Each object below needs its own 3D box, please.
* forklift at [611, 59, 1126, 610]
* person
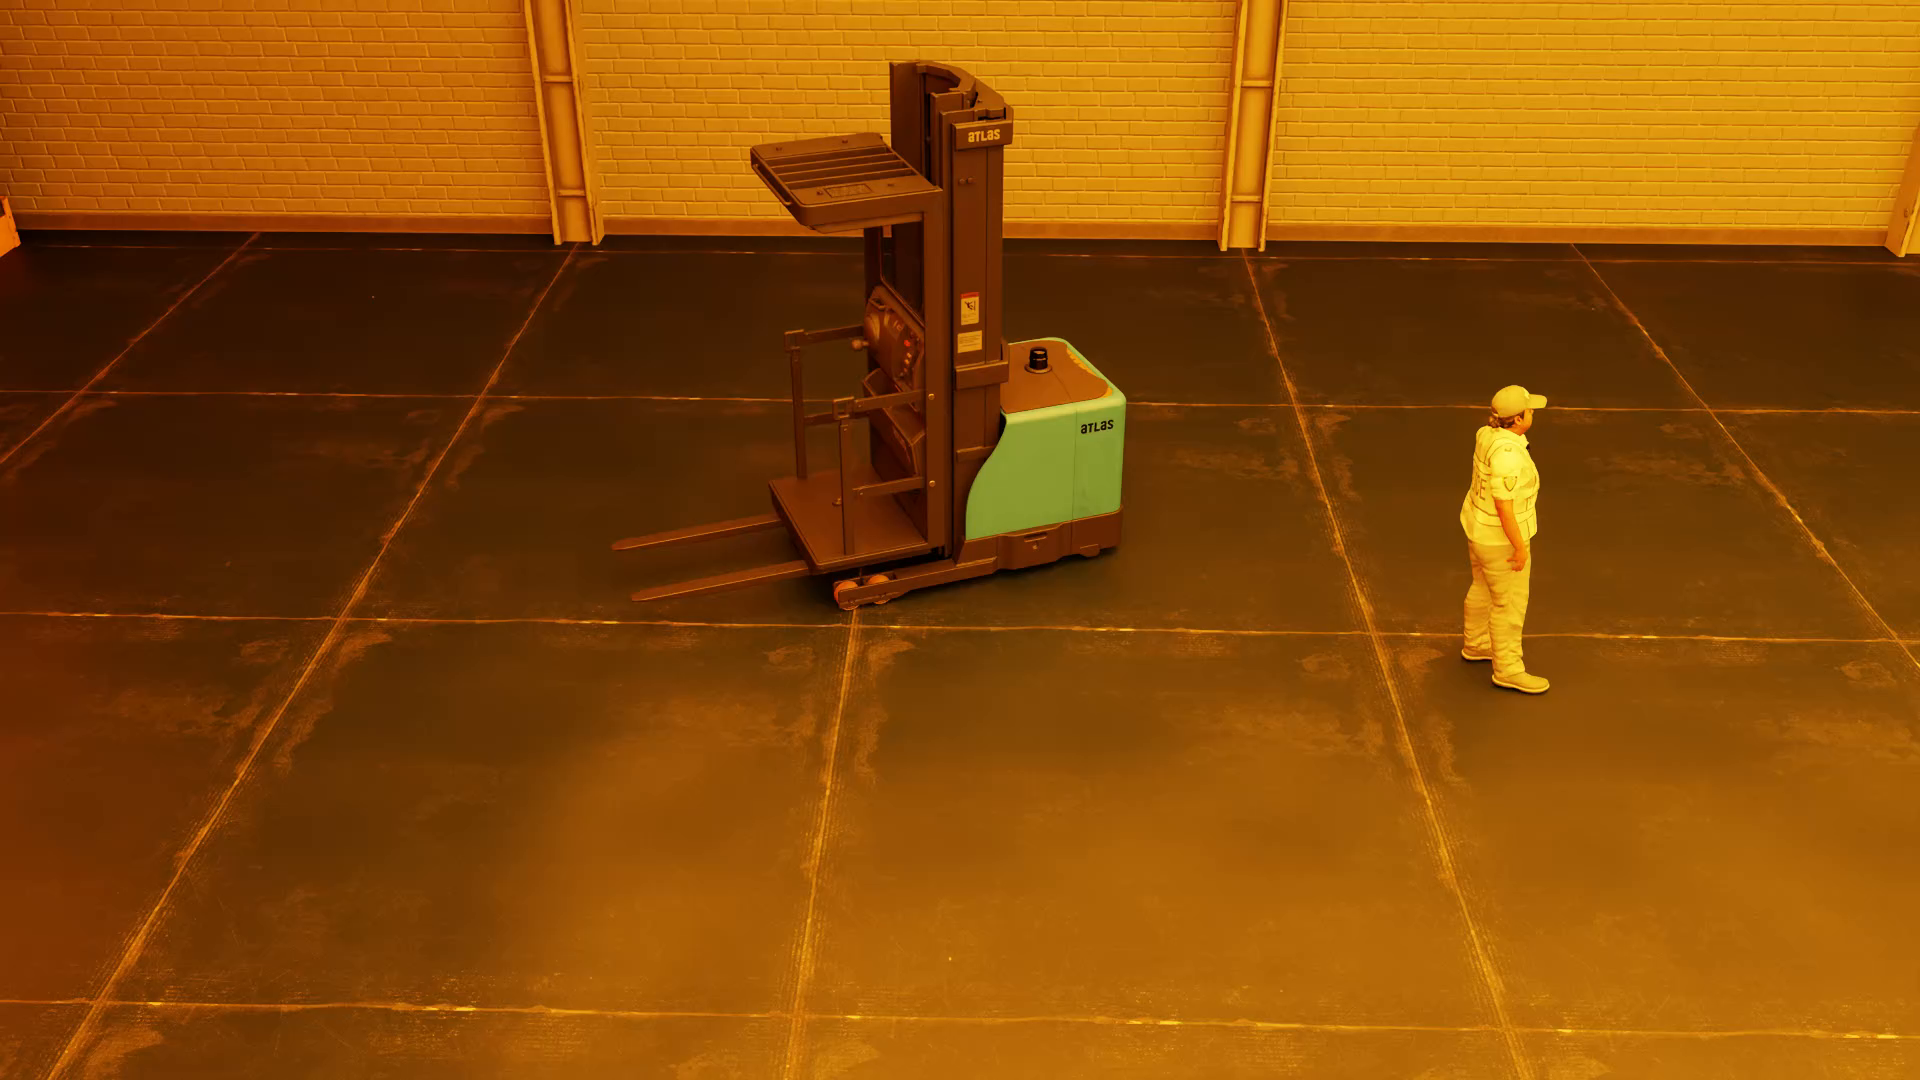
[{"bbox_3d":[-0.569,-1.153,9.570,3.031,2.935,1.130,-11,32,-18],"label":"forklift"},{"bbox_3d":[2.966,-0.032,8.900,0.527,1.670,0.599,1,31,1],"label":"person"}]
